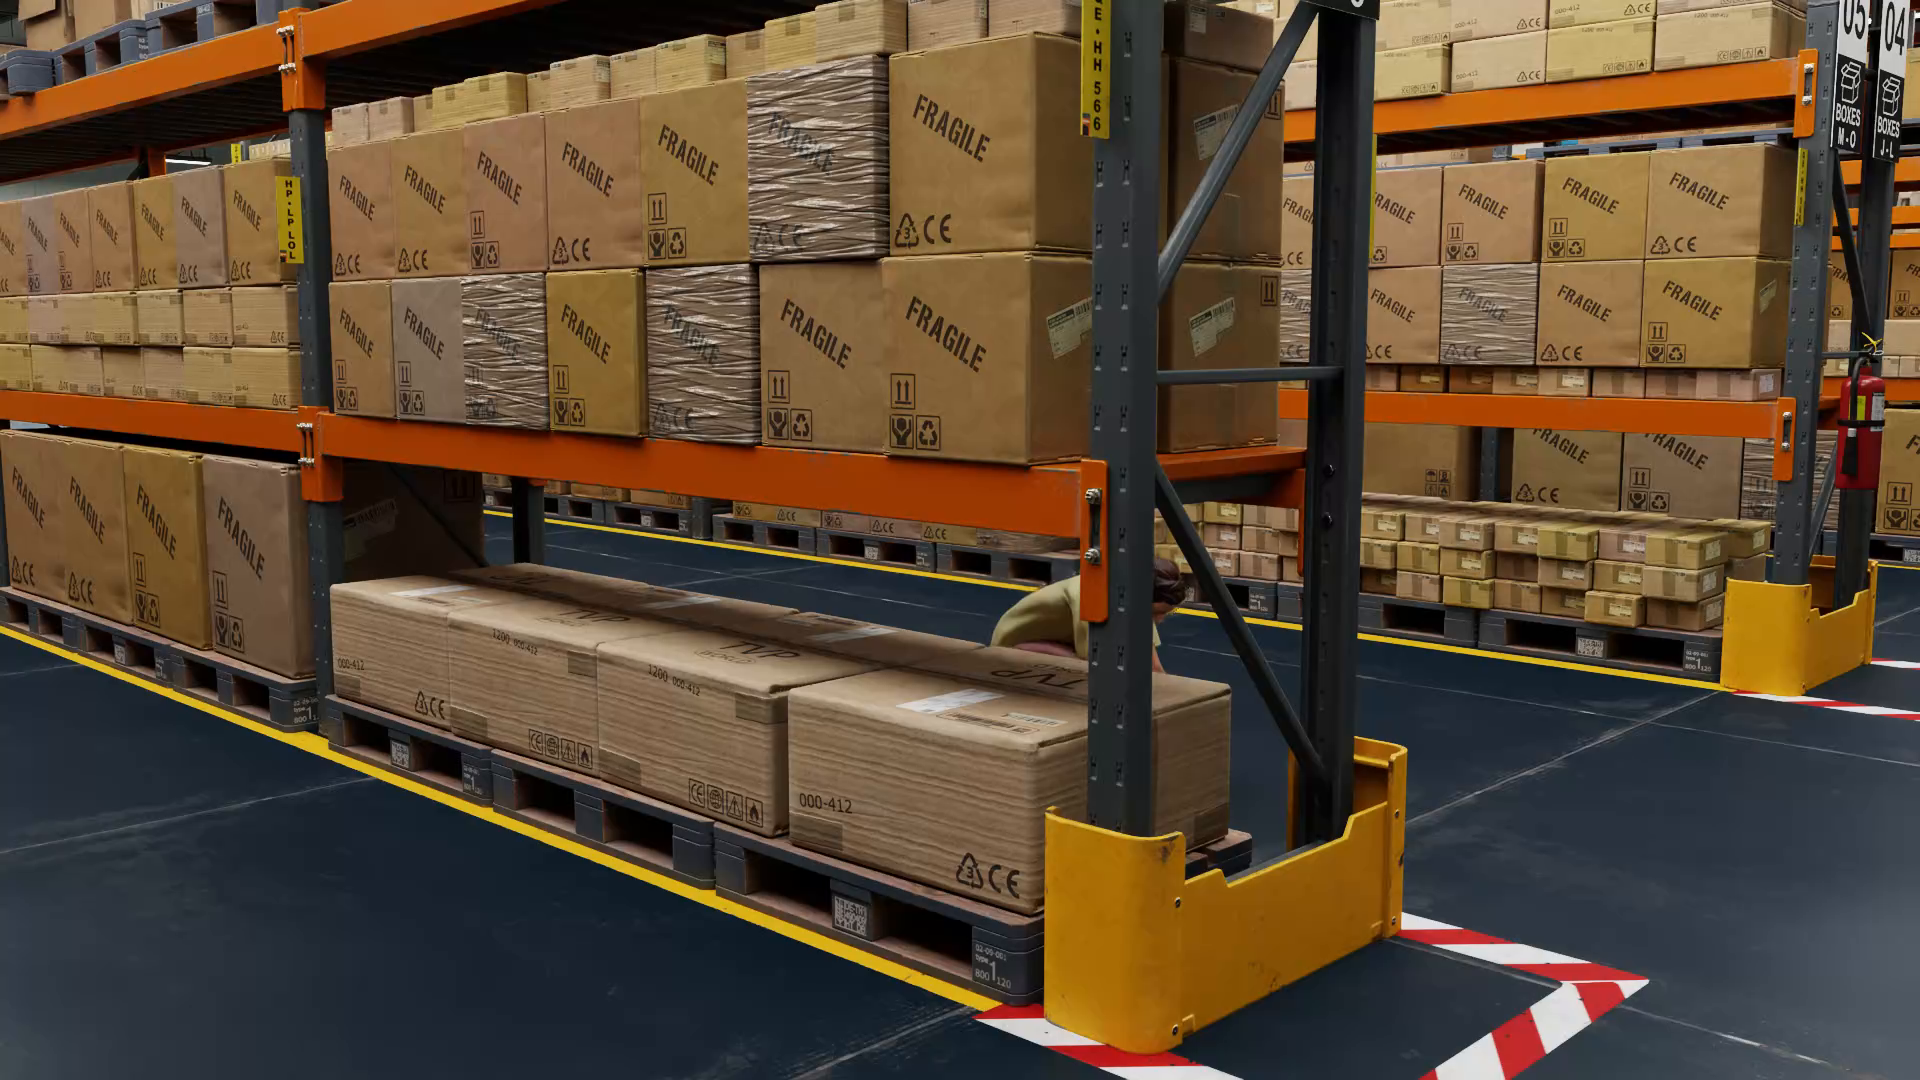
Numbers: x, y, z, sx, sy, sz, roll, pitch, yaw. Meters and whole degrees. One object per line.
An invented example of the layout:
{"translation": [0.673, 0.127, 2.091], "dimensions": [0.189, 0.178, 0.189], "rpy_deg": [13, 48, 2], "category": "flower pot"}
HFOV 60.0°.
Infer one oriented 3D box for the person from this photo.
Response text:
{"translation": [0.482, 0.441, 6.263], "dimensions": [0.469, 0.807, 0.805], "rpy_deg": [-7, 10, -44], "category": "person"}
